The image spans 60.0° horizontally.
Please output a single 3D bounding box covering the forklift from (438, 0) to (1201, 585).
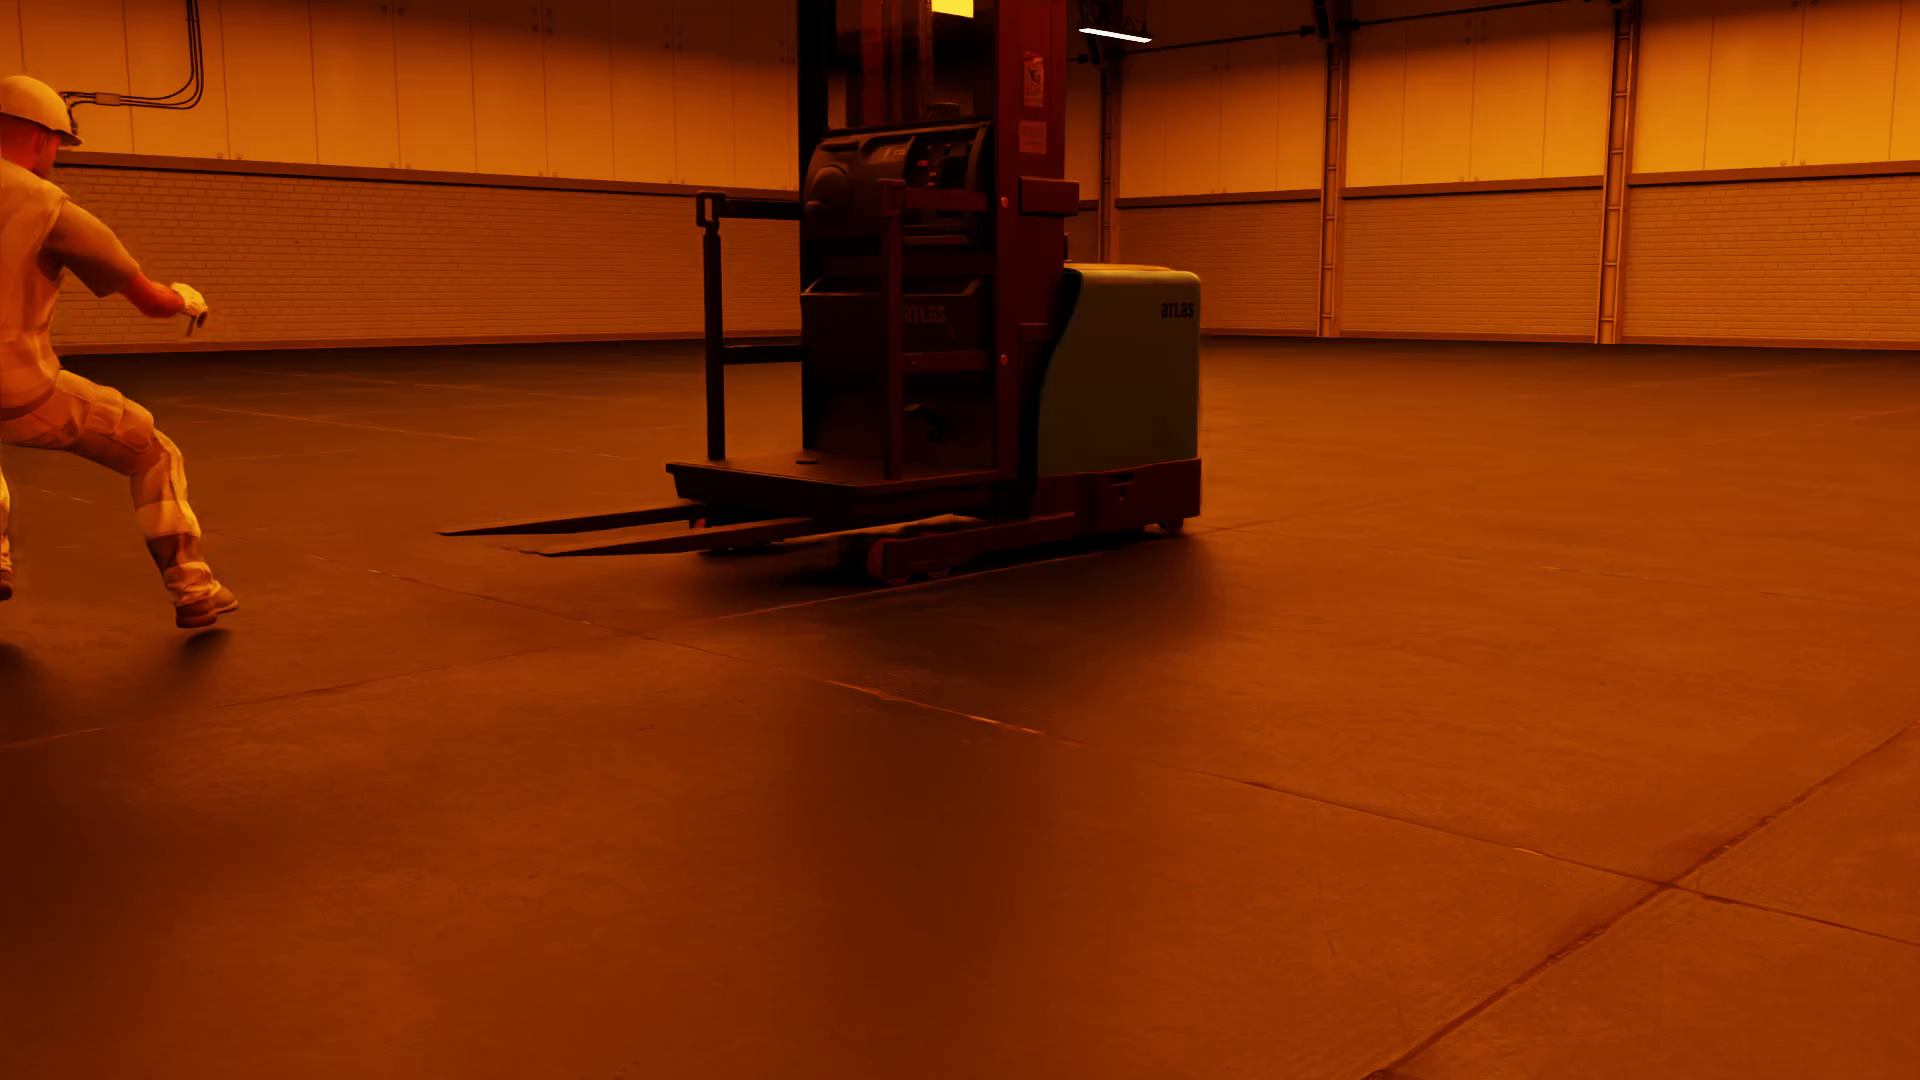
[{"bbox_3d":[-0.394,-1.380,6.036,1.130,2.935,3.031,8,12,44],"label":"forklift"}]

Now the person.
[{"bbox_3d":[-2.644,-0.519,4.761,0.960,1.541,0.773,0,9,3],"label":"person"}]
